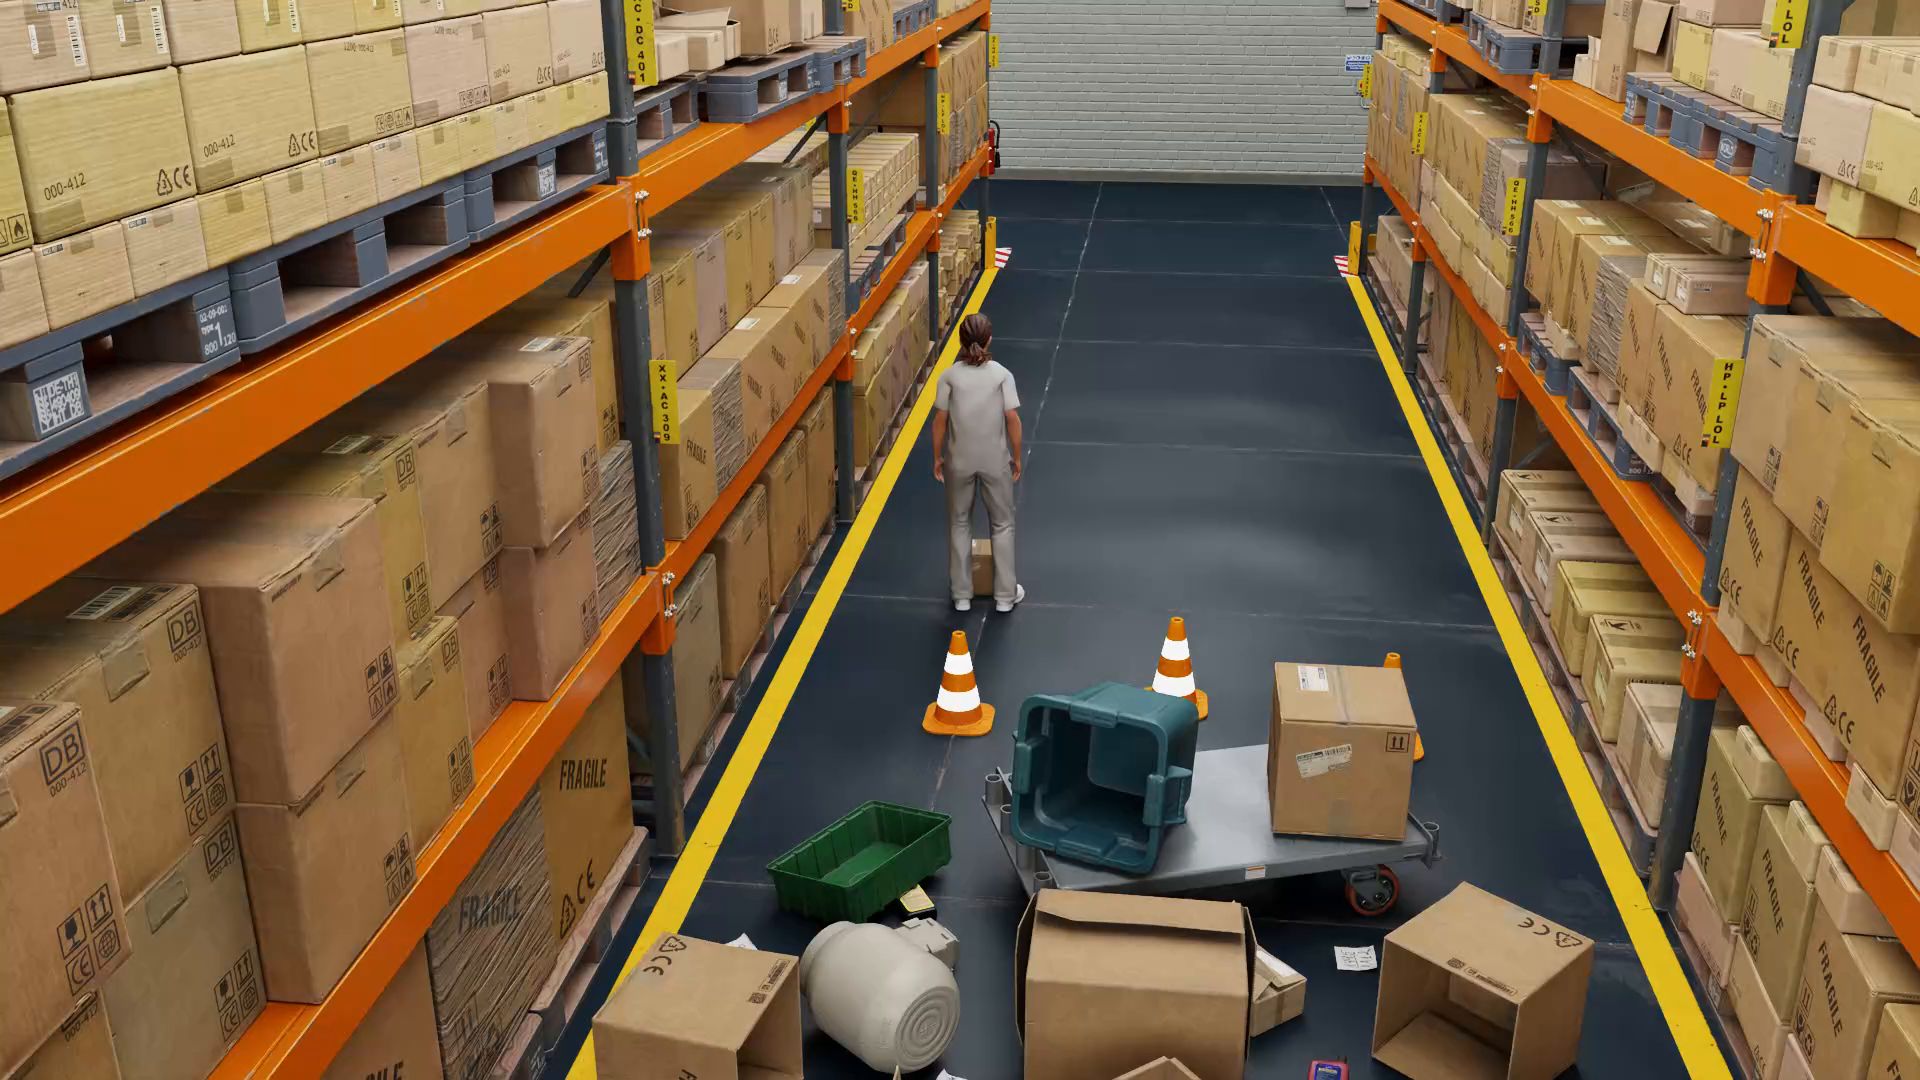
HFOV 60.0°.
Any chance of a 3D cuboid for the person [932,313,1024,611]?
[{"bbox_3d":[0.105,-0.418,9.159,0.514,1.673,0.351,1,21,3],"label":"person"}]
